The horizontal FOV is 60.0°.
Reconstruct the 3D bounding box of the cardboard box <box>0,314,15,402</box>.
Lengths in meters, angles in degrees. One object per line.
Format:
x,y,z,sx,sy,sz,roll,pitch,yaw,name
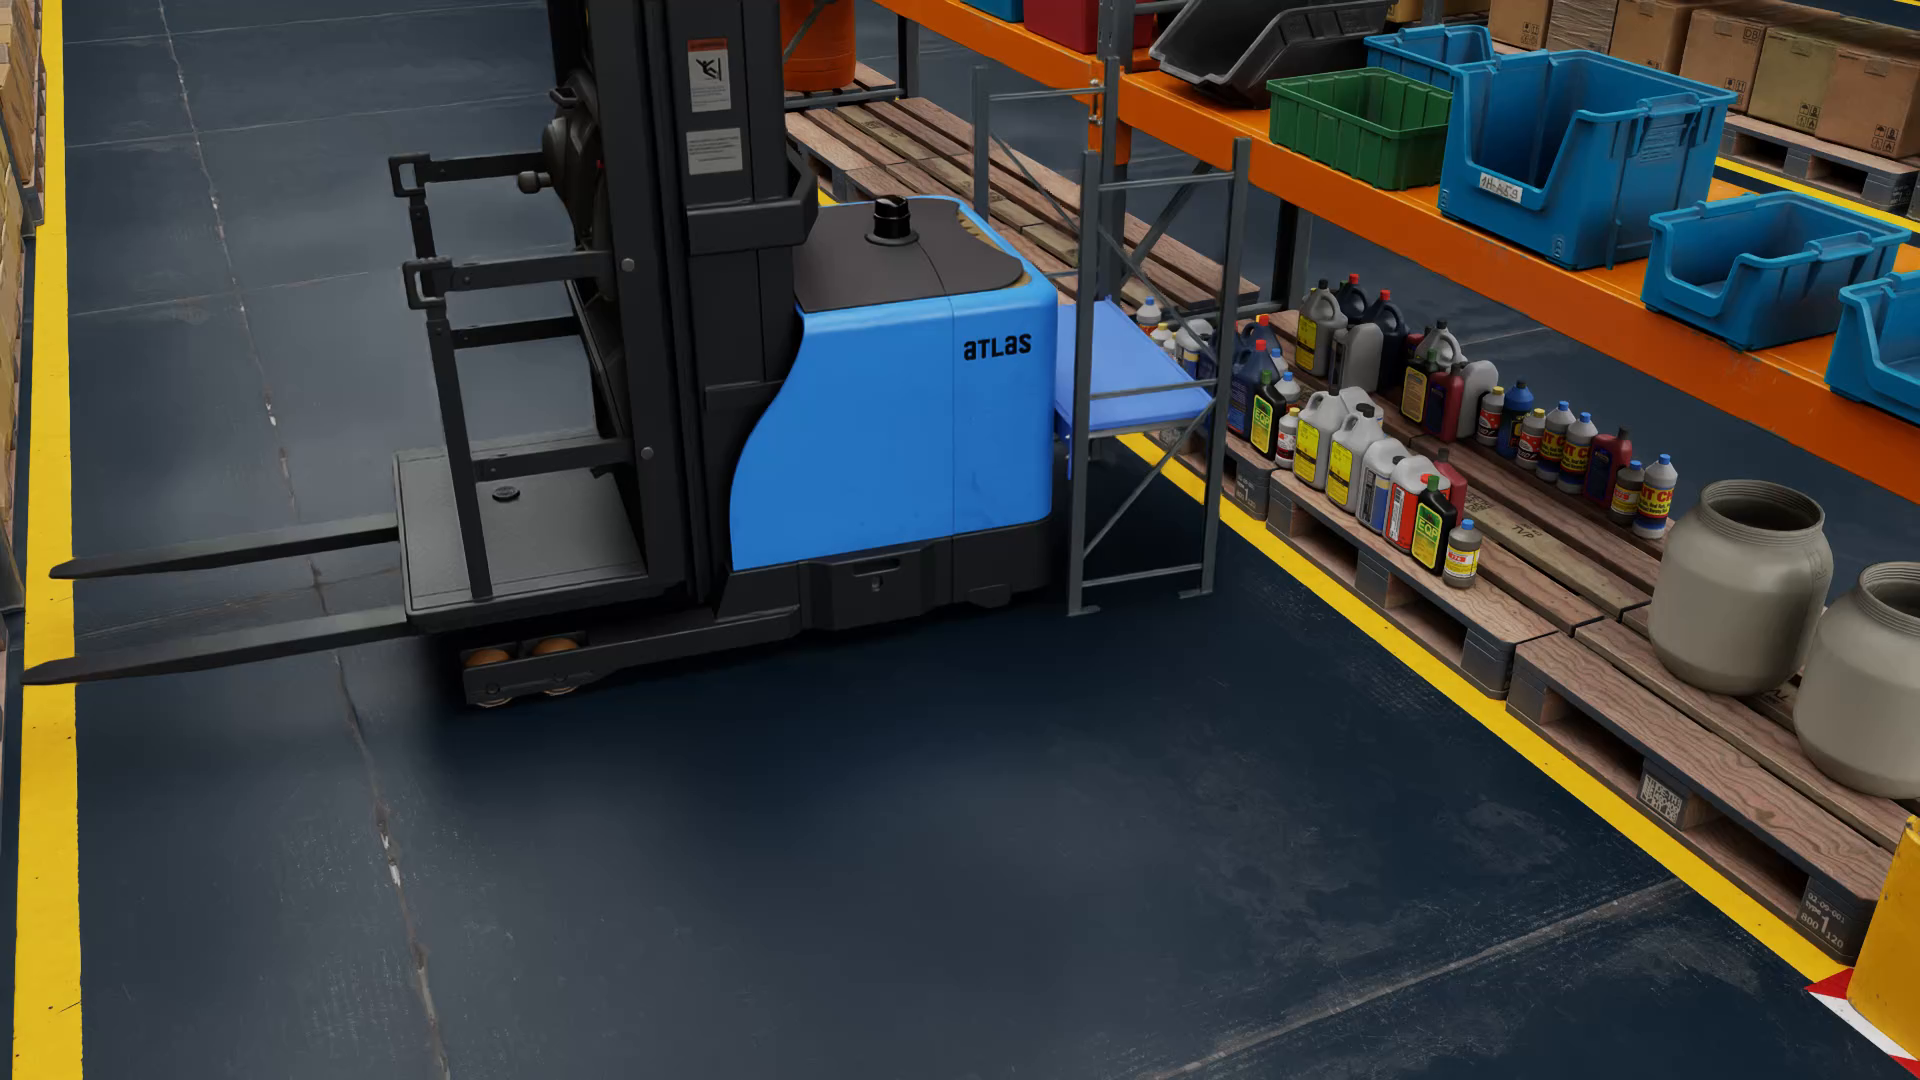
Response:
-3.877,-0.673,6.266,0.500,0.250,0.500,-14,32,-23,cardboard box

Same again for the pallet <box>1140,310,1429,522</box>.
1.242,-0.522,6.465,1.003,0.211,1.213,-13,32,-22,pallet

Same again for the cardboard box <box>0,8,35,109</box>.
-5.808,-2.817,9.812,0.500,0.500,0.500,-14,32,-24,cardboard box

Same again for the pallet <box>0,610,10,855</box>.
-3.181,0.571,4.515,1.003,0.211,1.213,-13,32,-22,pallet

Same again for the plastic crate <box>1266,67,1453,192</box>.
1.319,-1.292,5.204,0.450,0.188,0.662,-13,32,-22,plastic crate

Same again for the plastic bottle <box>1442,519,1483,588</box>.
1.524,0.033,5.036,0.097,0.201,0.097,0,29,0,plastic bottle

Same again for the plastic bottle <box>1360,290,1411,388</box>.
1.610,-0.771,6.317,0.144,0.351,0.185,-15,32,-24,plastic bottle

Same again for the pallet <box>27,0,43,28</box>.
-7.740,-4.166,12.963,1.003,0.211,1.213,-13,32,-22,pallet

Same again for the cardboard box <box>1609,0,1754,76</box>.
4.552,-3.169,10.440,0.700,0.500,0.500,-10,31,-18,cardboard box

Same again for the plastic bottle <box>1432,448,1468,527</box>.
1.536,-0.142,5.265,0.061,0.283,0.133,-13,32,-22,plastic bottle

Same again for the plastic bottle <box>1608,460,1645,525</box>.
2.167,-0.160,5.380,0.097,0.201,0.097,0,29,0,plastic bottle

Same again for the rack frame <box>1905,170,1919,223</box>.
5.464,-3.083,8.182,1.000,3.000,0.127,-13,32,-22,rack frame

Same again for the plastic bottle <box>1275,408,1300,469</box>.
1.144,-0.358,5.732,0.097,0.201,0.097,0,29,0,plastic bottle

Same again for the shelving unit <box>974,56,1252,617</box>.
0.436,-0.690,5.446,0.538,1.500,1.048,-8,30,-14,shelving unit

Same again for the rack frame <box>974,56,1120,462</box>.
0.291,-0.928,5.871,0.500,1.500,0.032,-8,30,-14,rack frame

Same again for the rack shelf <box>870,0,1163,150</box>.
0.132,-2.613,8.079,1.077,0.370,4.000,-13,32,-22,rack shelf

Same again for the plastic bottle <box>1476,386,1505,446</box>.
1.890,-0.444,5.887,0.097,0.201,0.097,0,29,0,plastic bottle

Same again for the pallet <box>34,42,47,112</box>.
-6.535,-2.971,10.833,1.003,0.211,1.213,-13,32,-22,pallet

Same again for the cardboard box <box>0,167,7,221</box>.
-4.525,-1.593,7.332,0.500,0.311,0.500,-14,32,-23,cardboard box

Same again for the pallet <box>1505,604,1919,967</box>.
2.289,0.556,4.542,1.003,0.211,1.213,-13,32,-22,pallet

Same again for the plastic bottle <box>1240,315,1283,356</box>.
1.093,-0.666,6.130,0.144,0.351,0.185,-13,32,-22,plastic bottle

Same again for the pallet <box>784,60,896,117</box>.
-1.102,-2.934,10.766,1.003,0.211,1.213,-13,32,-22,pallet

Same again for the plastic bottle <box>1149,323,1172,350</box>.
0.776,-0.737,6.409,0.097,0.201,0.097,0,29,0,plastic bottle

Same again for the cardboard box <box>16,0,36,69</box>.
-6.243,-3.263,10.607,0.500,0.500,0.500,-13,32,-22,cardboard box

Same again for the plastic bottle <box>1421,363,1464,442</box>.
1.719,-0.504,5.909,0.061,0.283,0.133,-13,32,-22,plastic bottle

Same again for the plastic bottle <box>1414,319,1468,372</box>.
1.749,-0.629,6.063,0.144,0.351,0.185,-13,32,-22,plastic bottle

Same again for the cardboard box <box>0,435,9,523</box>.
-3.434,-0.219,5.456,0.500,0.250,0.500,-14,32,-23,cardboard box

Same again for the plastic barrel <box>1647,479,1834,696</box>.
2.141,0.129,4.567,0.421,0.512,0.421,0,29,0,plastic barrel

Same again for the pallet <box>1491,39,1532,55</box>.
4.081,-3.289,11.399,1.003,0.211,1.213,-13,32,-22,pallet

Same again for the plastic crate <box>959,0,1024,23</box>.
0.236,-2.458,7.084,0.392,0.384,0.575,-13,32,-22,plastic crate

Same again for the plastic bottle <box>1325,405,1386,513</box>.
1.306,-0.283,5.446,0.144,0.351,0.185,-12,31,-20,plastic bottle

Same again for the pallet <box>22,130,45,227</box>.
-5.488,-1.893,8.911,1.003,0.211,1.213,-13,32,-22,pallet

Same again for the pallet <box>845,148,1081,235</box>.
0.091,-1.706,8.576,1.003,0.211,1.213,-13,32,-22,pallet

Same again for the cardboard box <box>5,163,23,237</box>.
-4.755,-1.575,7.873,0.500,0.250,0.500,-12,32,-21,cardboard box

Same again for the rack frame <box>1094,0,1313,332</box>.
0.991,-2.043,6.327,1.000,3.000,0.127,-13,32,-22,rack frame

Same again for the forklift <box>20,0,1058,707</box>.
-1.268,-1.080,4.679,3.031,2.935,1.130,-9,31,-16,forklift

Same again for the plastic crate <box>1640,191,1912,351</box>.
1.949,-0.658,4.008,0.499,0.251,0.408,-13,32,-22,plastic crate

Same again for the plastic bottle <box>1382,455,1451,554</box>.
1.440,-0.117,5.226,0.152,0.276,0.135,-13,32,-22,plastic bottle

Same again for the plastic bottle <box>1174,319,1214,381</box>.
0.895,-0.677,6.226,0.152,0.276,0.135,-12,31,-20,plastic bottle

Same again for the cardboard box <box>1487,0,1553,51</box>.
4.053,-3.660,11.316,0.700,0.500,0.500,-15,33,-25,cardboard box

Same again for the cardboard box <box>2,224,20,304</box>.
-4.318,-1.125,7.071,0.500,0.250,0.500,-12,32,-21,cardboard box

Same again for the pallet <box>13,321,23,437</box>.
-4.363,-0.646,6.686,1.003,0.211,1.213,-13,32,-22,pallet

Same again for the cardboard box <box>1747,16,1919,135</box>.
5.032,-2.675,9.560,0.700,0.500,0.500,-13,32,-22,cardboard box

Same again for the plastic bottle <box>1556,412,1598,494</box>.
2.064,-0.296,5.551,0.097,0.271,0.097,0,29,0,plastic bottle

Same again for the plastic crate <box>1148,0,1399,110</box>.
1.101,-1.758,5.882,0.767,0.338,0.504,-13,32,-22,plastic crate

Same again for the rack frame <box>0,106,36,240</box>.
-5.201,-2.772,7.626,1.000,3.000,0.127,-13,32,-22,rack frame

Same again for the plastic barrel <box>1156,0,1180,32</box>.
1.099,-2.496,6.622,0.600,0.901,0.708,-13,32,-22,plastic barrel

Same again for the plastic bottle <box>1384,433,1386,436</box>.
1.396,-0.262,5.562,0.097,0.201,0.097,0,29,0,plastic bottle

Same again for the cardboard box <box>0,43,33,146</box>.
-5.369,-2.365,9.006,0.500,0.500,0.500,-14,32,-24,cardboard box

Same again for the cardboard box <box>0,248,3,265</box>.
-4.098,-1.147,6.537,0.500,0.311,0.500,-12,32,-21,cardboard box

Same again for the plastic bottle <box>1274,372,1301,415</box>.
1.141,-0.461,5.845,0.097,0.271,0.097,0,29,0,plastic bottle

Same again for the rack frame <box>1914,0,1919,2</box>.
8.270,-5.847,13.111,1.000,3.000,0.127,-13,32,-22,rack frame

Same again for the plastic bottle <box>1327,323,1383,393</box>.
1.487,-0.696,6.260,0.152,0.276,0.135,-13,32,-22,plastic bottle

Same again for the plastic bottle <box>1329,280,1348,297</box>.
1.495,-0.907,6.629,0.061,0.283,0.133,-11,31,-20,plastic bottle

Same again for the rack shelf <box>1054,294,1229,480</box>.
0.436,-0.533,5.534,0.538,0.185,1.000,-8,30,-14,rack shelf

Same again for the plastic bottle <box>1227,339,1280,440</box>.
1.044,-0.553,5.928,0.144,0.351,0.185,-15,32,-24,plastic bottle

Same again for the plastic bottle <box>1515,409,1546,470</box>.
1.979,-0.353,5.725,0.097,0.201,0.097,0,29,0,plastic bottle
